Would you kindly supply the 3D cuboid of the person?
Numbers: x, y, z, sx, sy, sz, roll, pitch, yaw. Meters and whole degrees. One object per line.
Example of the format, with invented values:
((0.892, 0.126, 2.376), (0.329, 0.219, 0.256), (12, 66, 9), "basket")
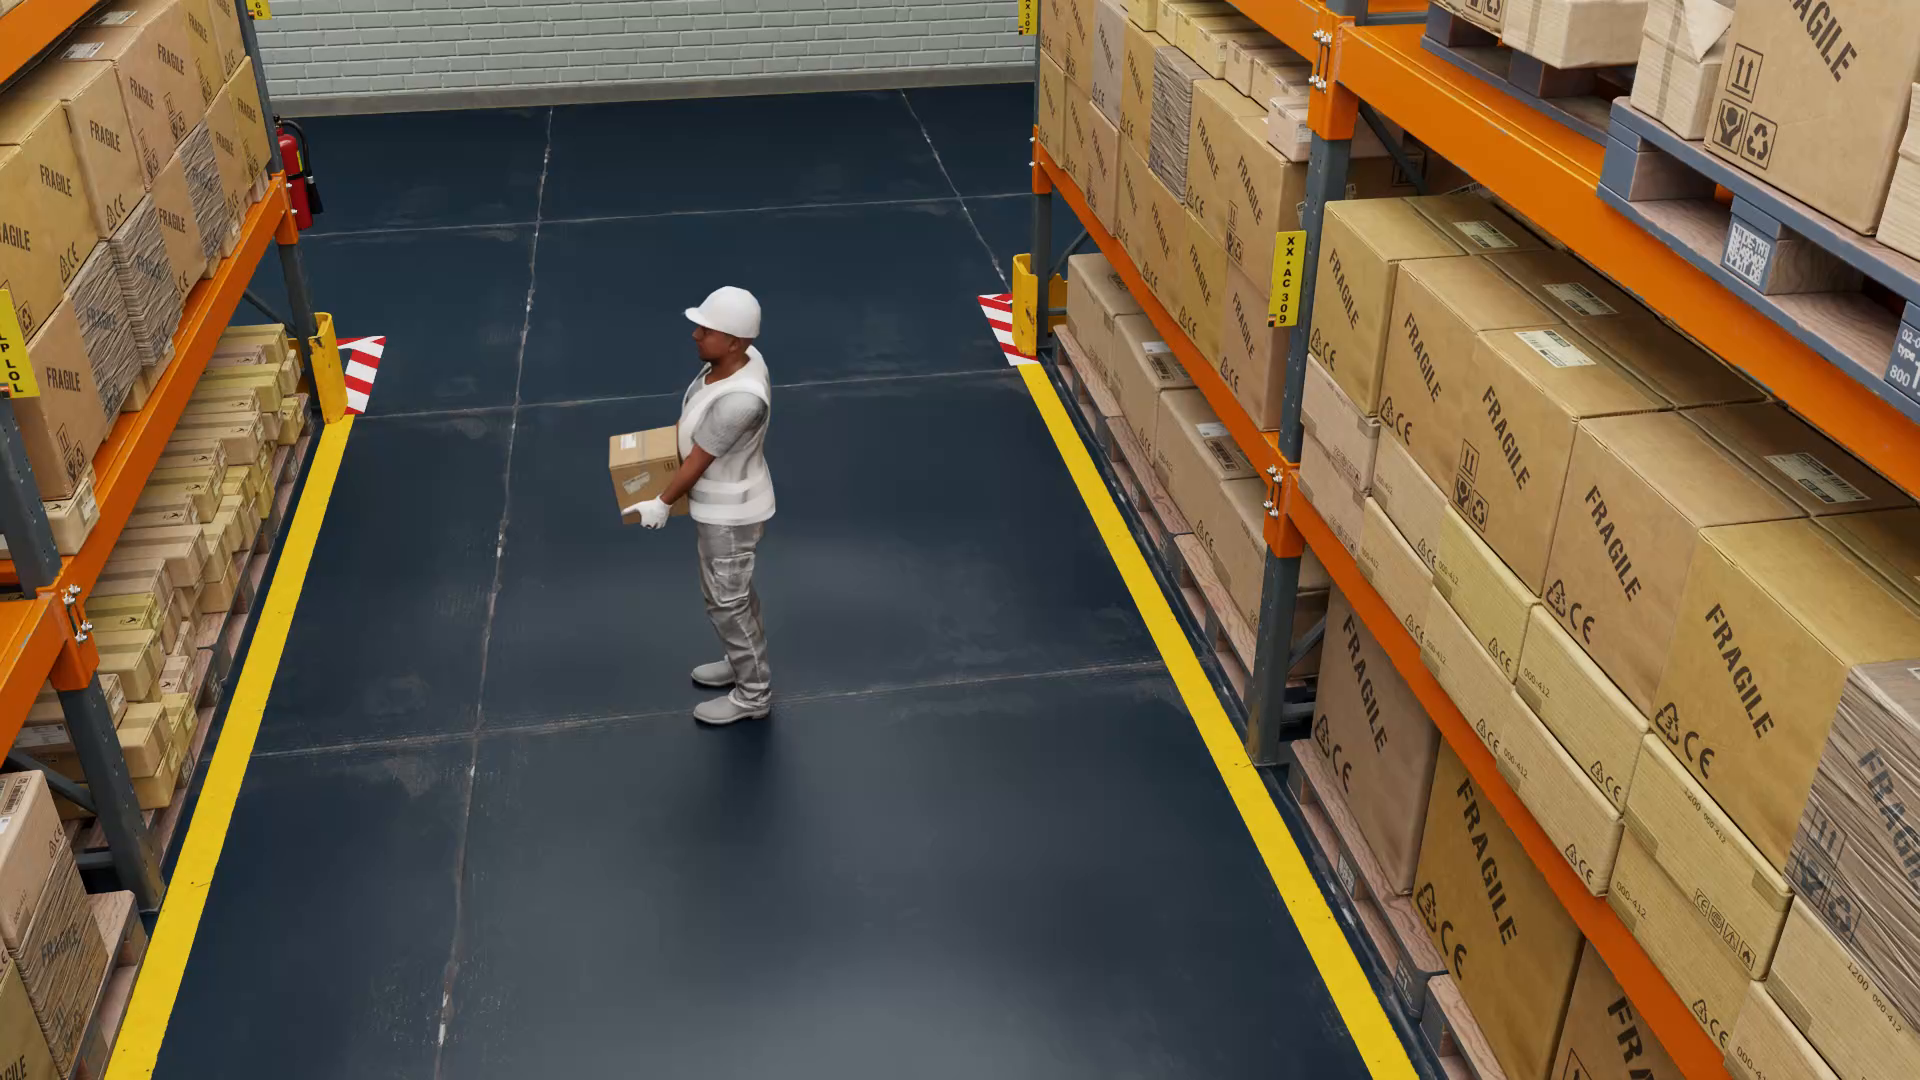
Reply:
((-0.981, -0.115, 6.312), (0.584, 1.778, 0.487), (-5, 31, -8), "person")
